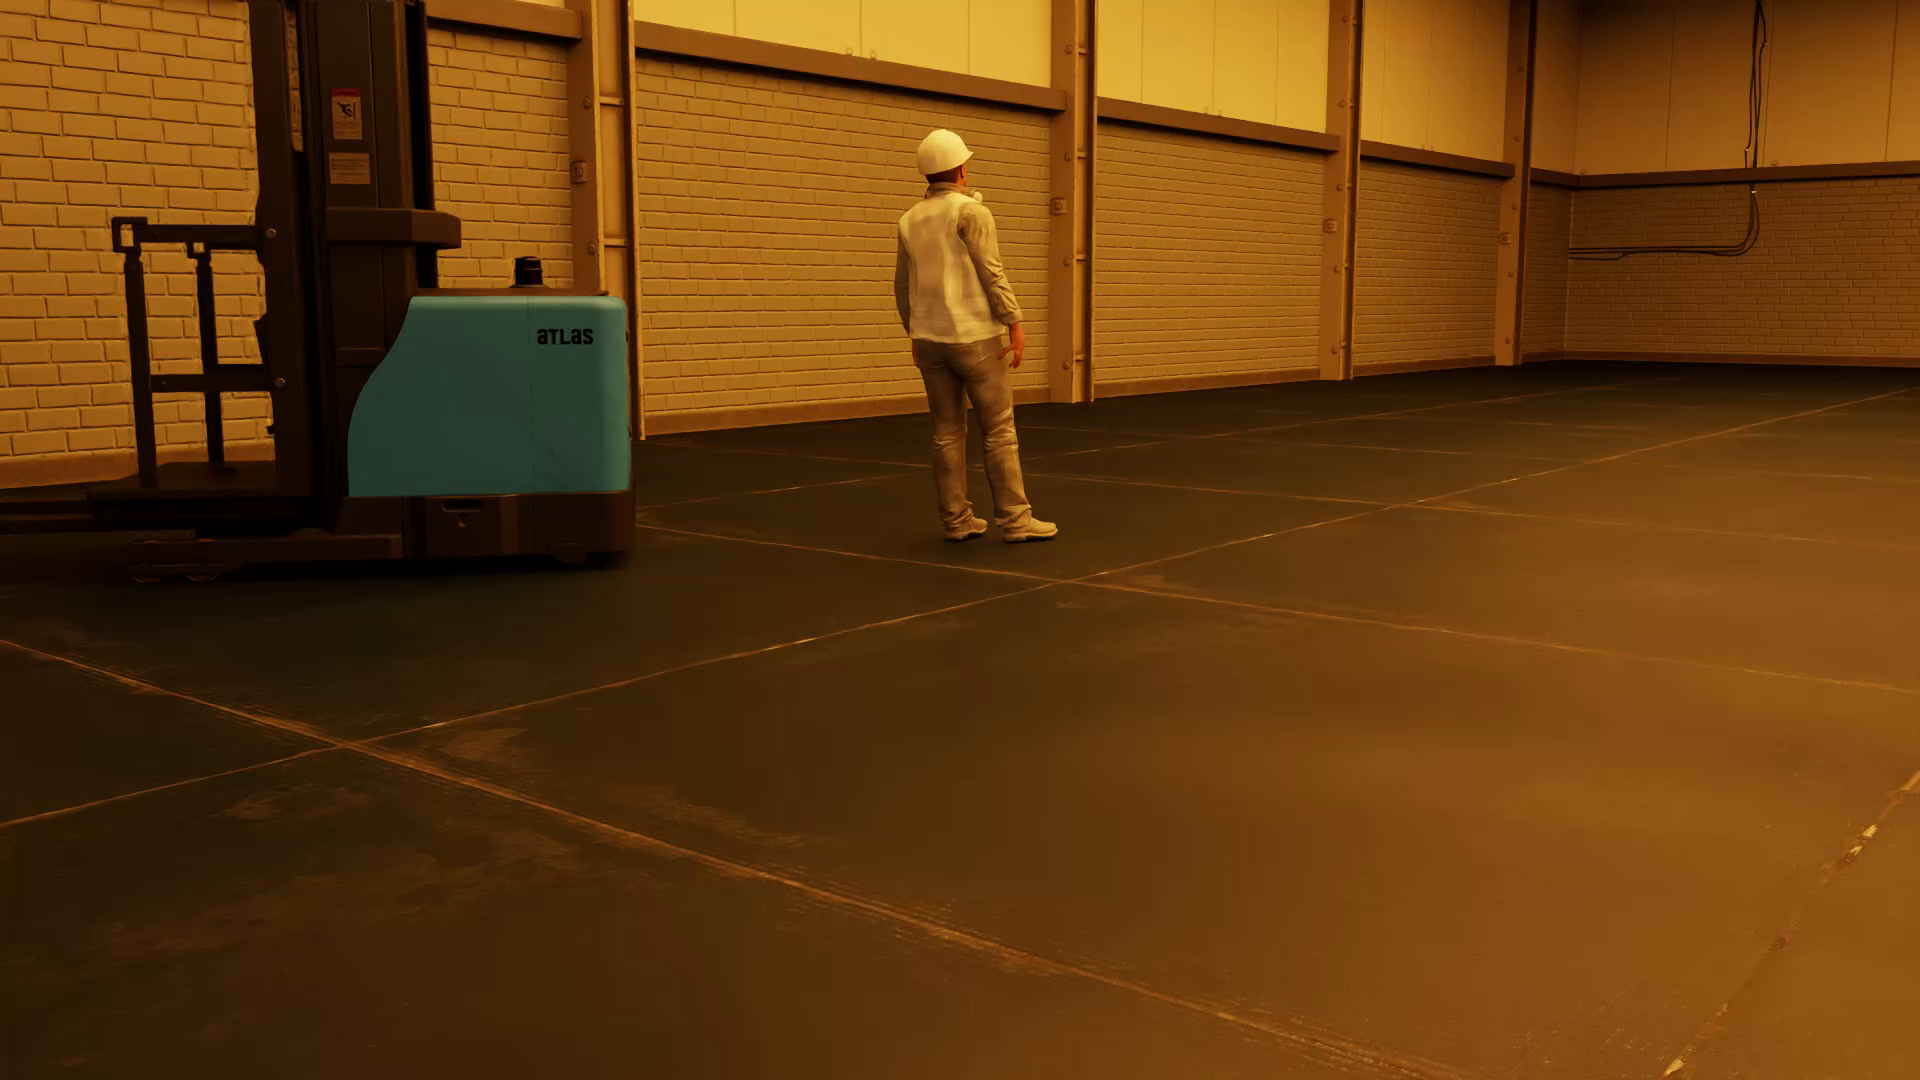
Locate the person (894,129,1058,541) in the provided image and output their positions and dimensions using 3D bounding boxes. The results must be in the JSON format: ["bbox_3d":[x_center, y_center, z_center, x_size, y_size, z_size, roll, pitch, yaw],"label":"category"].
[{"bbox_3d":[0.045,-0.891,7.318,0.632,1.773,0.568,7,11,38],"label":"person"}]

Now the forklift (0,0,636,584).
[{"bbox_3d":[-2.881,-1.368,6.631,3.031,2.935,1.130,-1,8,-10],"label":"forklift"}]
